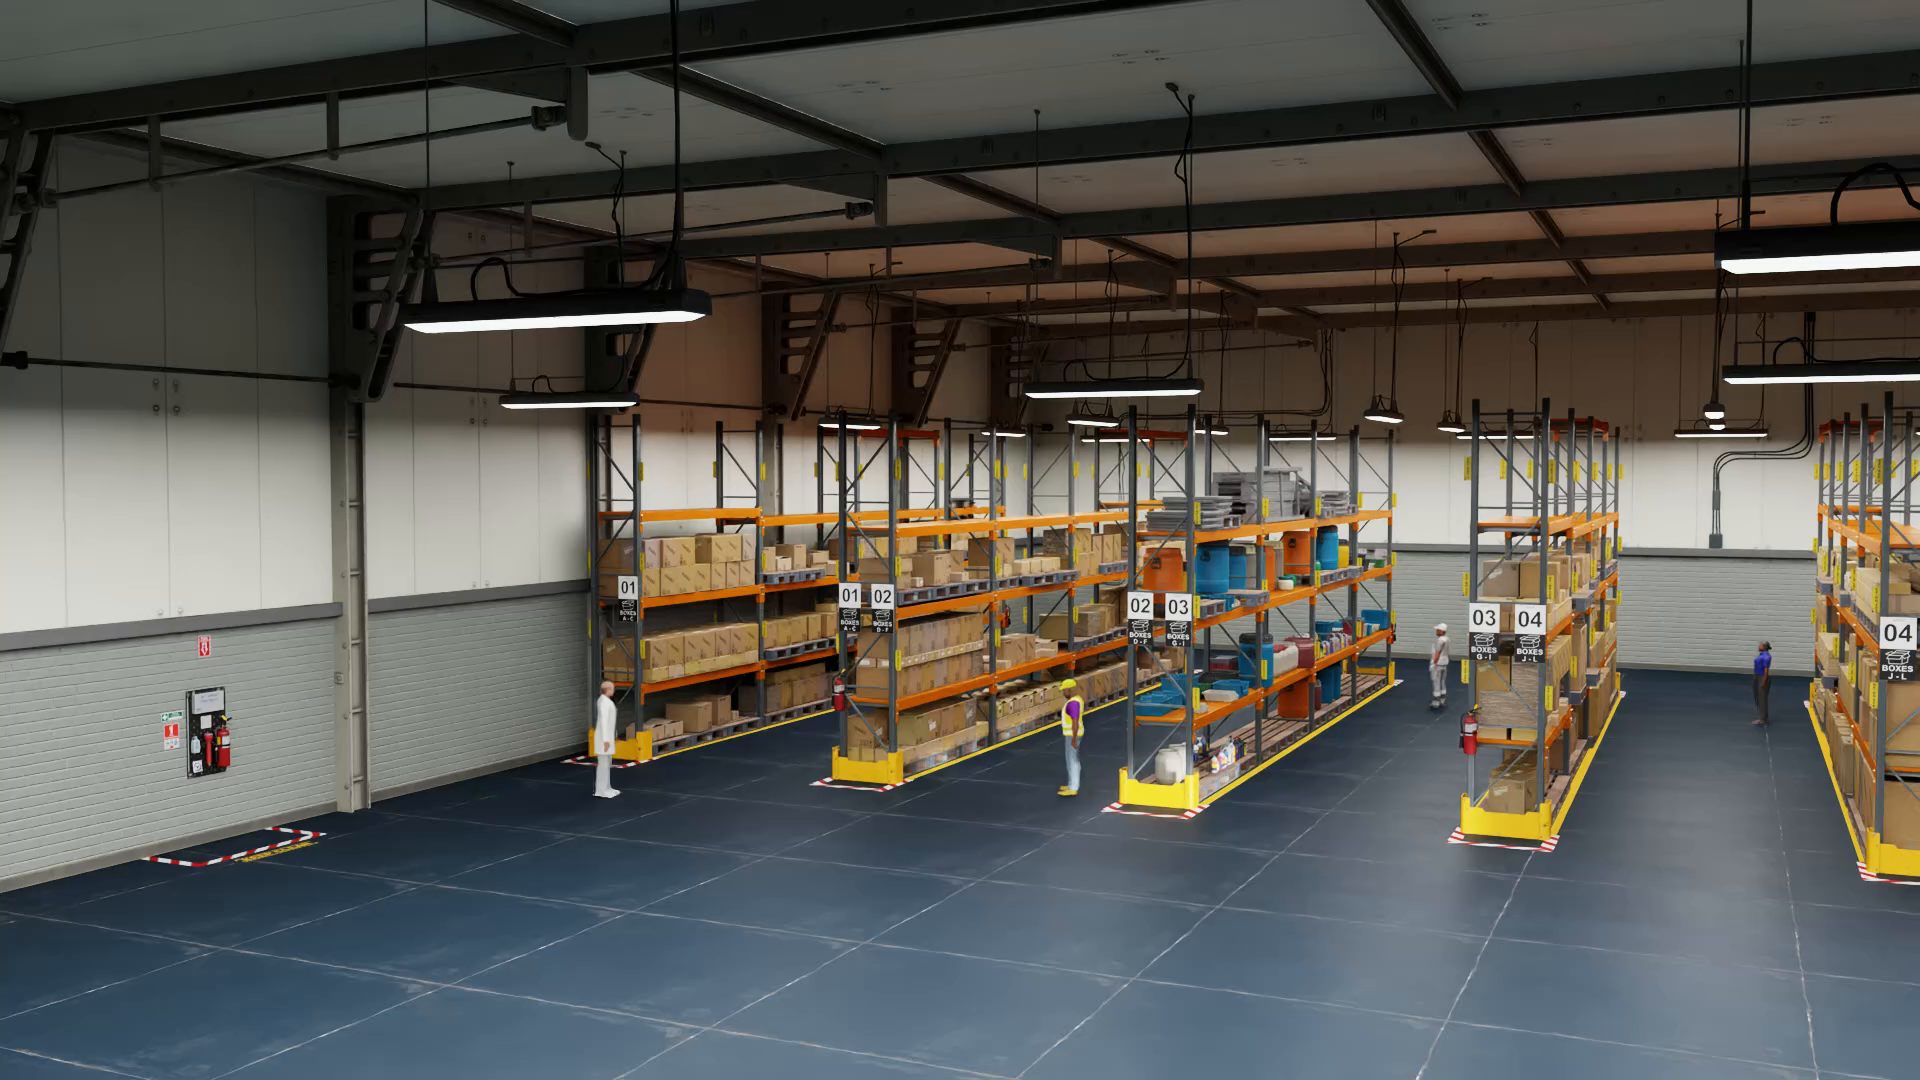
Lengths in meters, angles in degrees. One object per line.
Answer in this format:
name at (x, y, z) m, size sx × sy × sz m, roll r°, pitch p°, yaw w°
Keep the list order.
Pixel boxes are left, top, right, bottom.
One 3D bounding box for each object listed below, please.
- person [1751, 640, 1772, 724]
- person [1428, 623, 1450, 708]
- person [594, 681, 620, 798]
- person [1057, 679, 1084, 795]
person at (15.947, 2.824, 33.129) m, size 0.520 × 1.665 × 0.452 m, roll 0°, pitch 2°, yaw -11°
person at (10.108, 2.657, 35.266) m, size 0.566 × 1.798 × 0.516 m, roll -2°, pitch 3°, yaw -43°
person at (-5.431, 3.154, 25.566) m, size 0.391 × 1.595 × 0.616 m, roll -1°, pitch 2°, yaw -13°
person at (1.731, 3.045, 25.869) m, size 0.398 × 1.764 × 0.653 m, roll 0°, pitch 2°, yaw 11°
